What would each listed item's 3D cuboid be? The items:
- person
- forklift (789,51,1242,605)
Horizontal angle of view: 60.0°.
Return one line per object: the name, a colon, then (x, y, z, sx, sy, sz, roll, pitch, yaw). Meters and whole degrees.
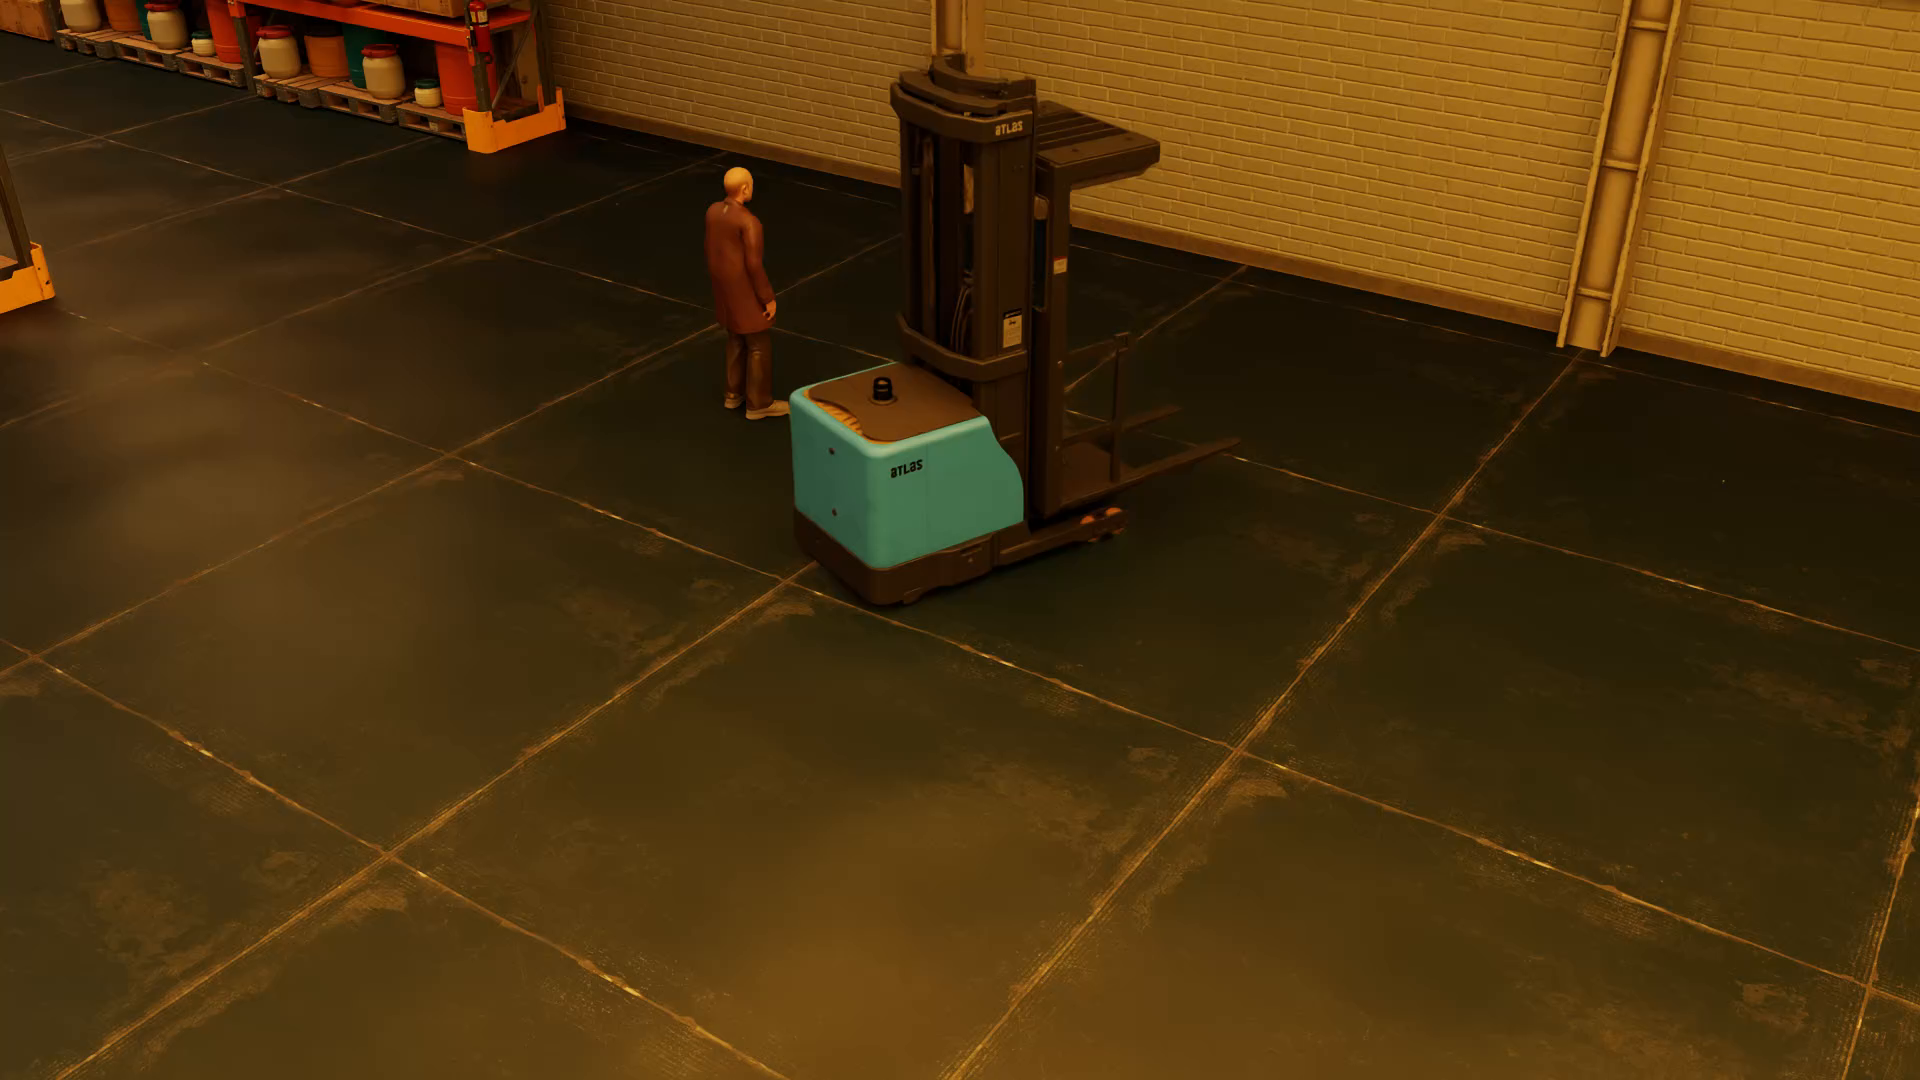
person: (-1.538, -1.748, 11.744, 0.423, 1.774, 0.653, -25, 38, -36)
forklift: (0.467, -1.453, 10.083, 3.031, 2.935, 1.130, -19, 35, -29)
